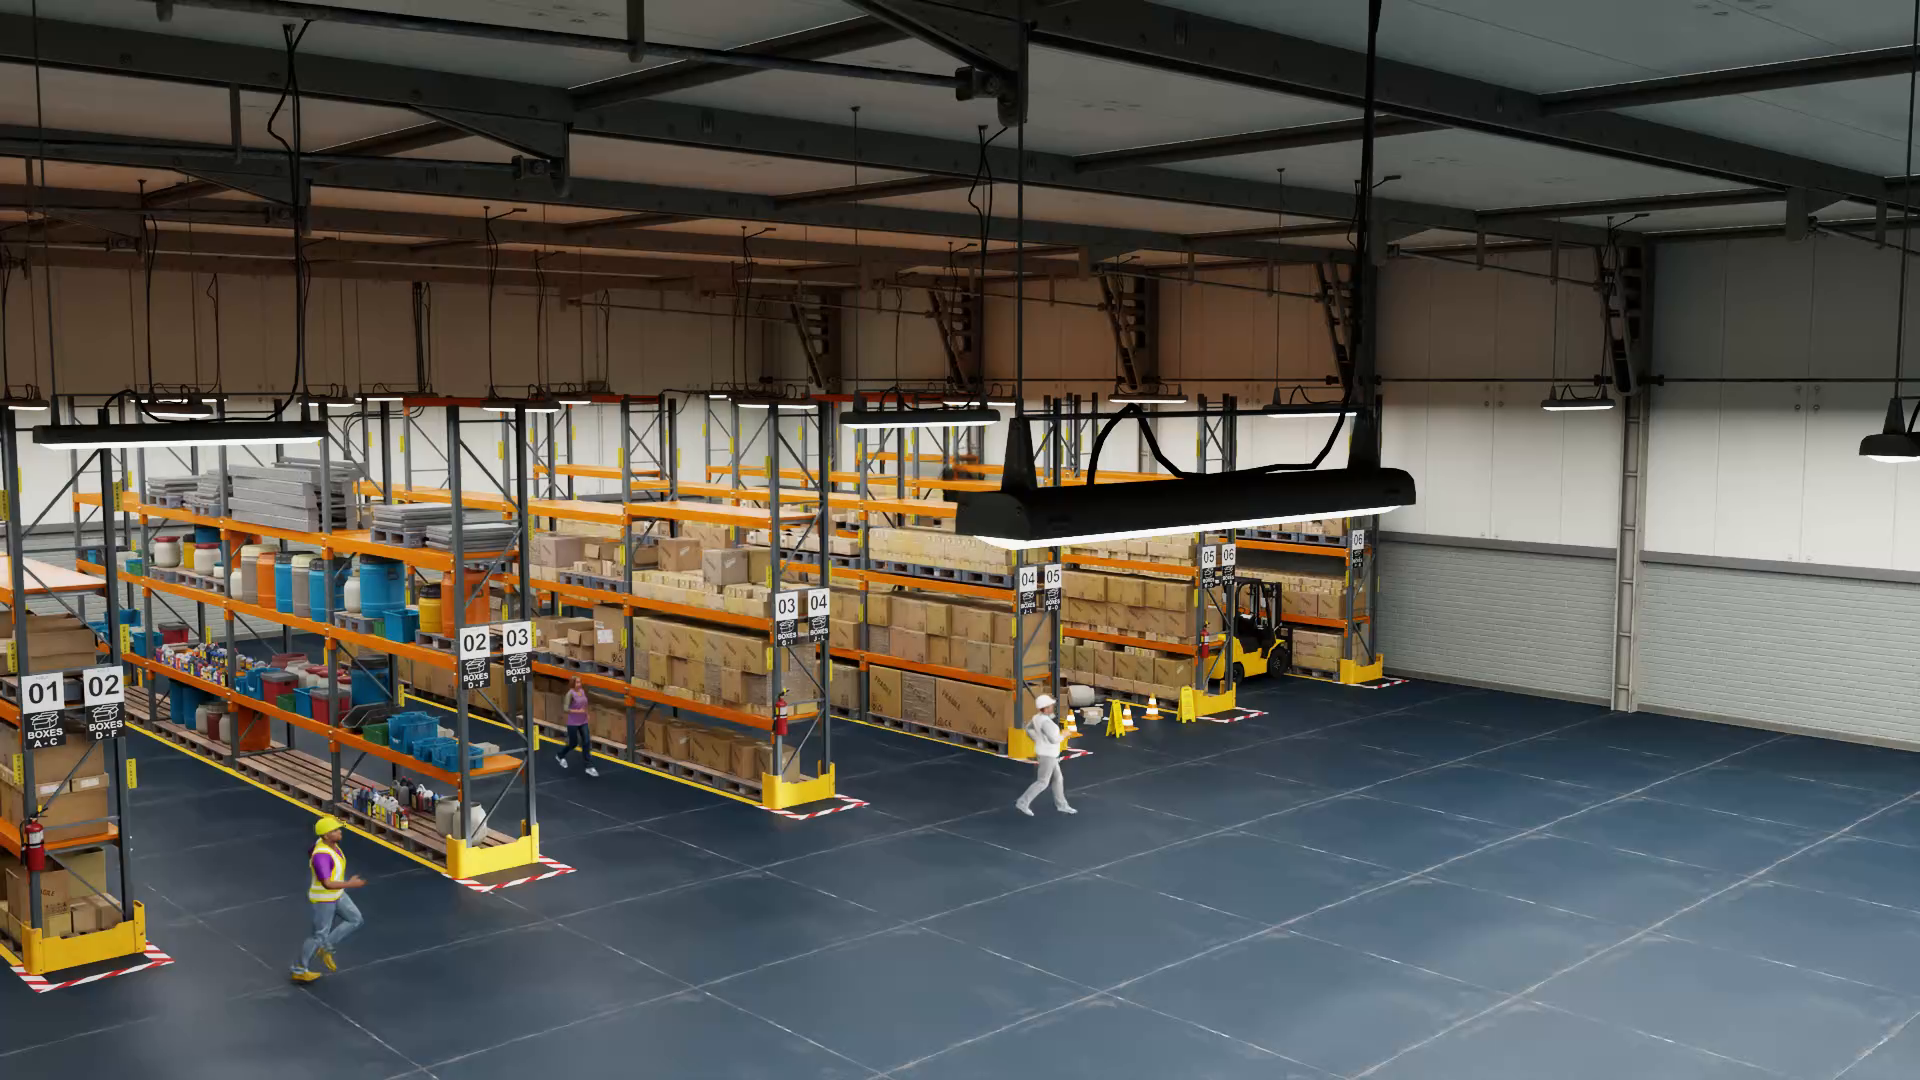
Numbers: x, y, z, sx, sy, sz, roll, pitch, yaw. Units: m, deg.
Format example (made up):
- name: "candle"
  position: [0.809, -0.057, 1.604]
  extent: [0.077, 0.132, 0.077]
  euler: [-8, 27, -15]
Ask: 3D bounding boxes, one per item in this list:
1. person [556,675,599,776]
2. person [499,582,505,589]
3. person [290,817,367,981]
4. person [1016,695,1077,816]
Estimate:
- name: "person"
  position: [-6.133, 2.954, 26.581]
  extent: [0.878, 1.582, 0.537]
  euler: [4, 7, 35]
- name: "person"
  position: [-11.068, 1.694, 39.697]
  extent: [0.667, 1.592, 0.553]
  euler: [3, 6, 28]
- name: "person"
  position: [-6.650, 3.755, 17.550]
  extent: [0.808, 1.713, 0.704]
  euler: [-1, 6, -7]
- name: "person"
  position: [1.250, 3.092, 23.969]
  extent: [0.944, 1.748, 0.659]
  euler: [-1, 6, -8]
